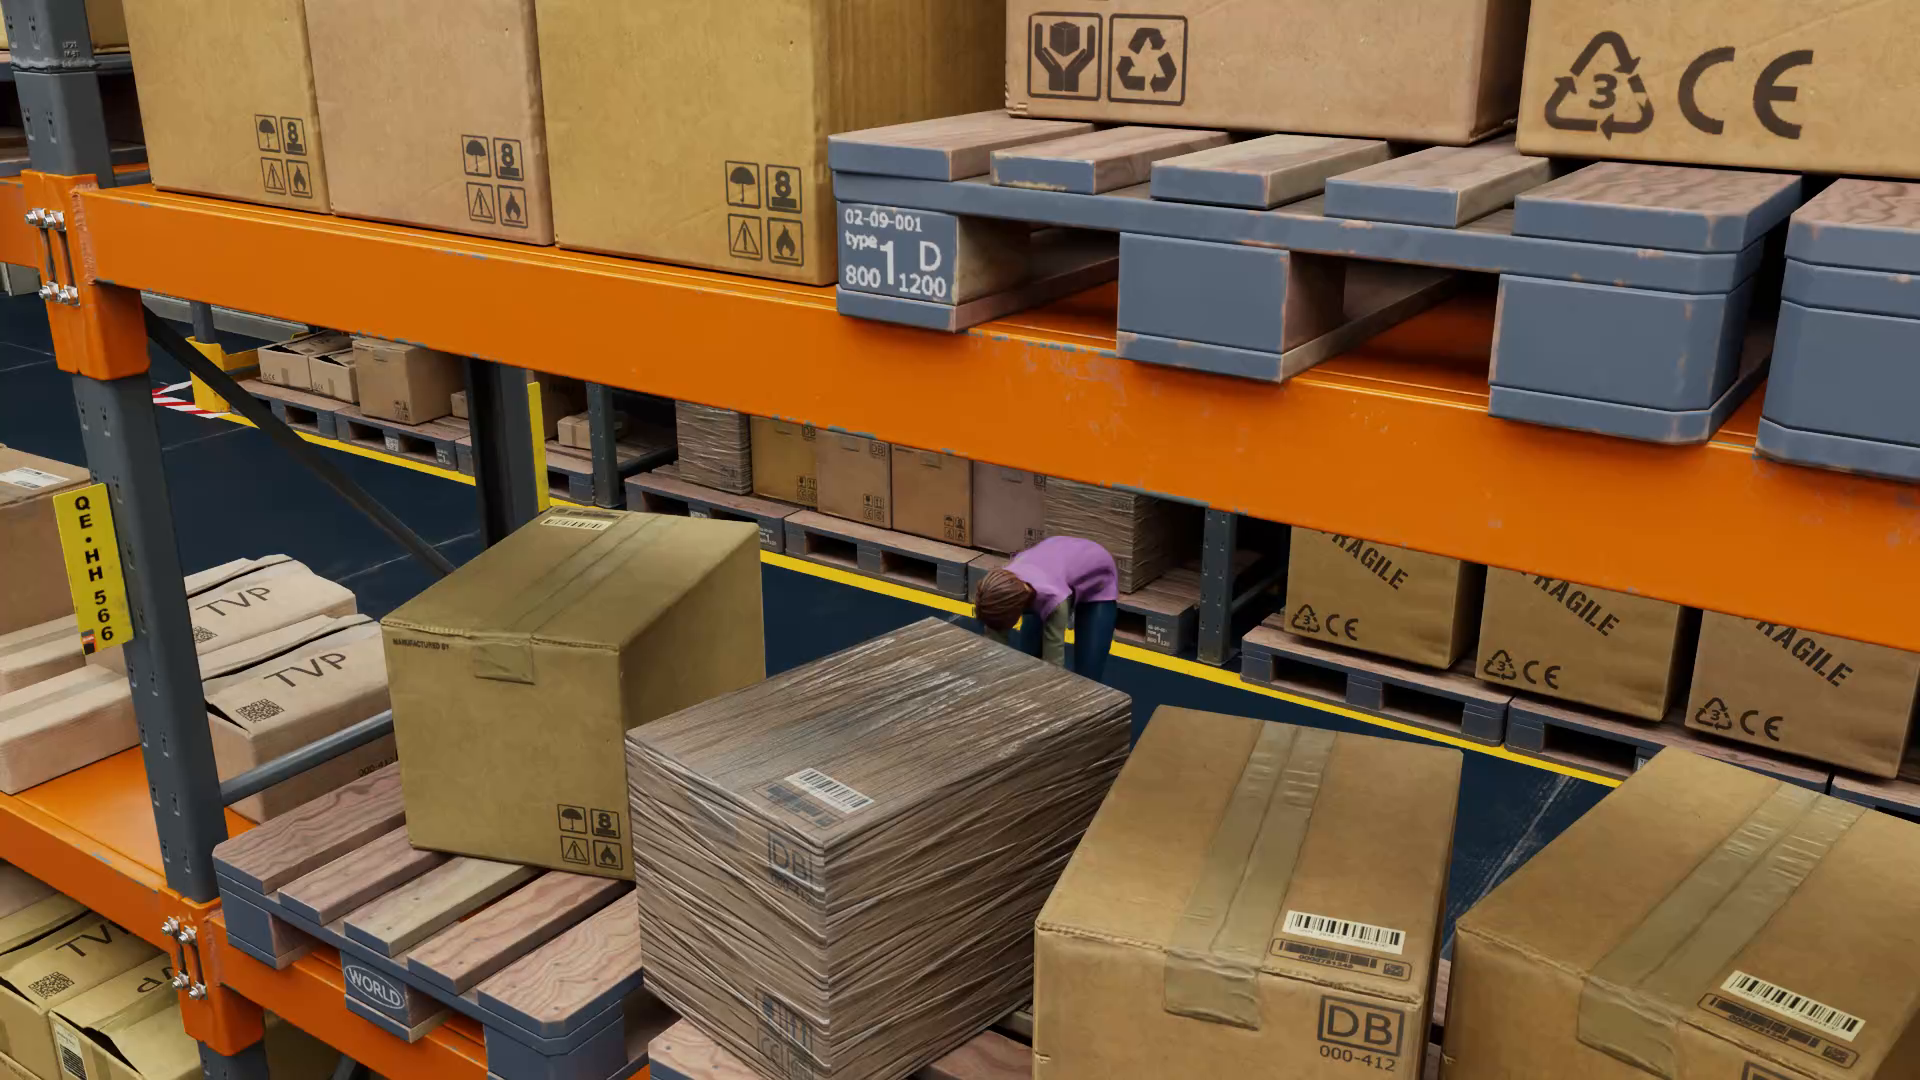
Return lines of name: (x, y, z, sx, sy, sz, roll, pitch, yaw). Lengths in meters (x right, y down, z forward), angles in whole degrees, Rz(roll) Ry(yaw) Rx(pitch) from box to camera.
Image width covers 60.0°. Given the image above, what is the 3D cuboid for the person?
person: (0.314, 0.517, 6.473, 0.390, 1.051, 0.865, 12, 23, 30)
